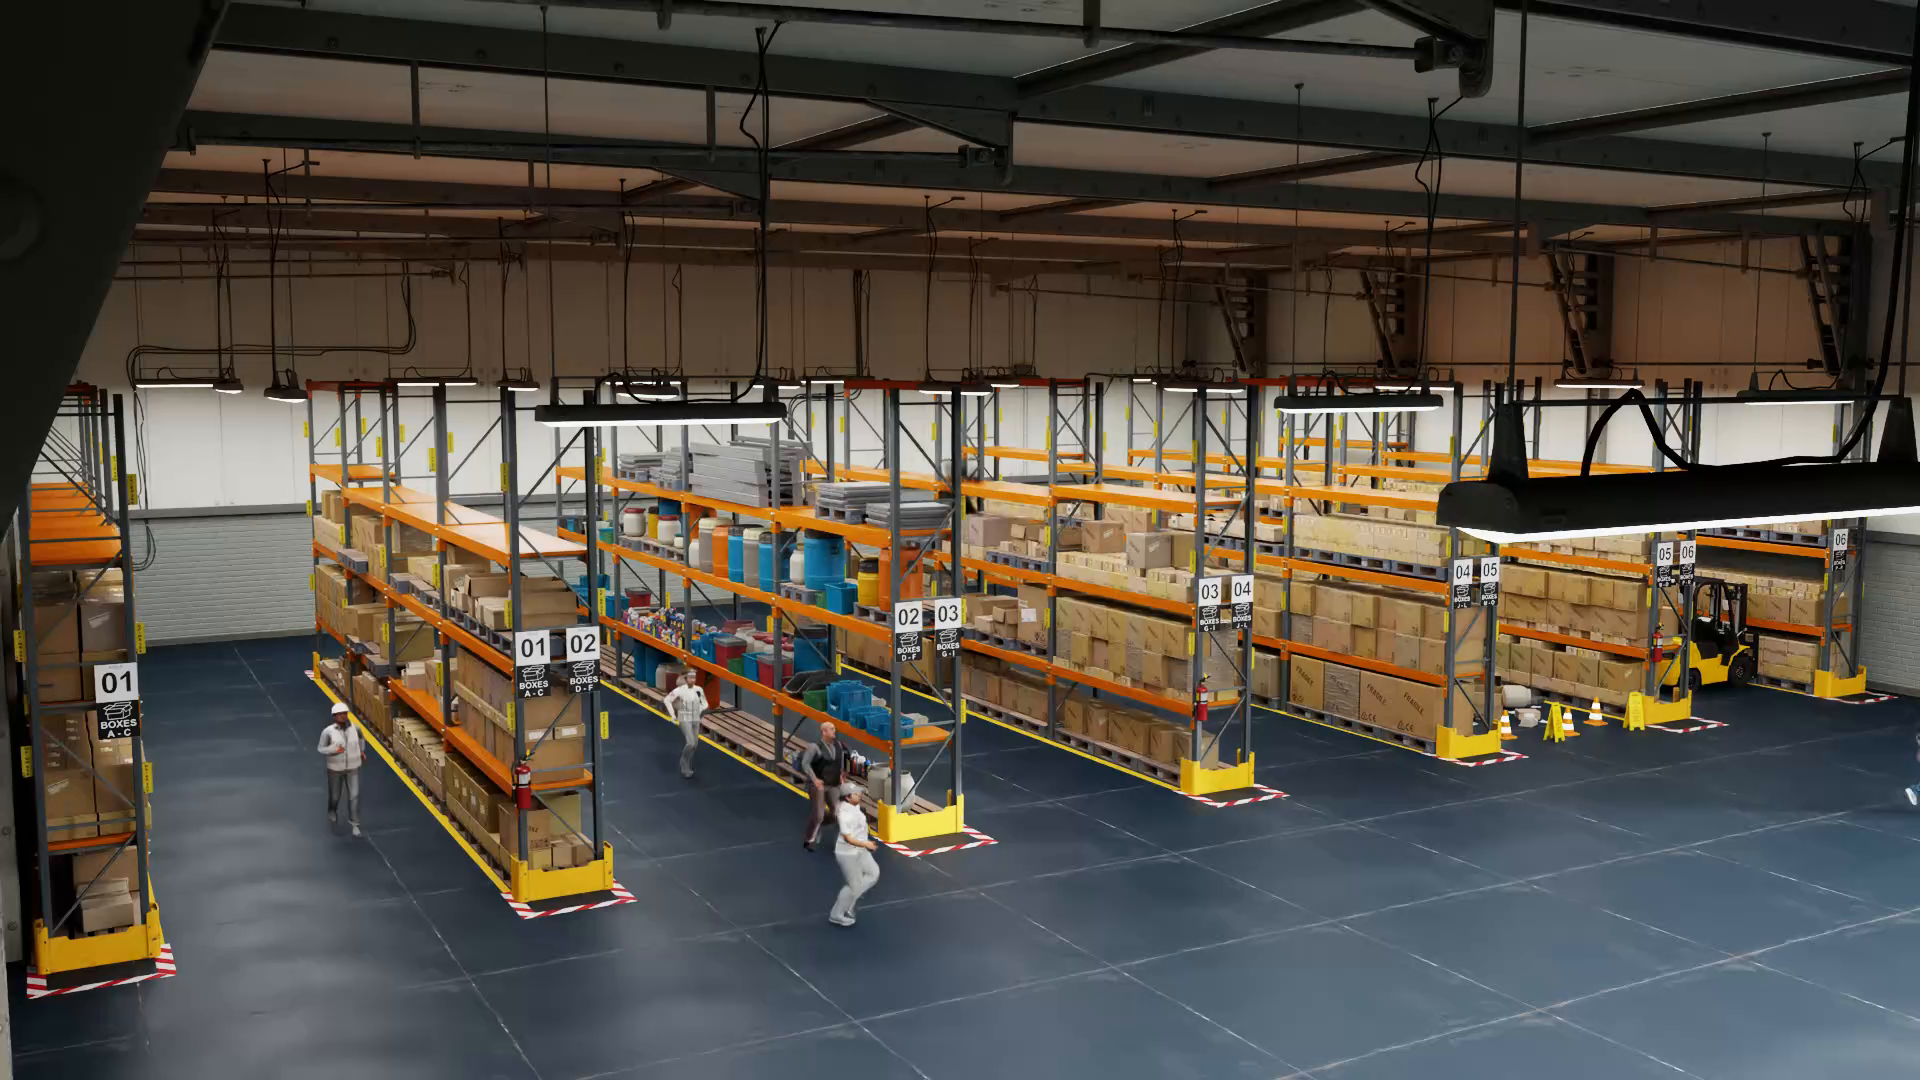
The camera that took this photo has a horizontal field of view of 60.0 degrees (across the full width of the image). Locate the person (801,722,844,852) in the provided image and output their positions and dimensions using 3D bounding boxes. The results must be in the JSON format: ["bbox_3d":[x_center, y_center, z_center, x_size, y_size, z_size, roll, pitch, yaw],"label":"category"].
[{"bbox_3d":[-1.731,3.205,21.710,0.710,1.659,0.513,-5,8,-40],"label":"person"}]

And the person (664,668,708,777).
[{"bbox_3d":[-4.123,2.787,25.429,0.598,1.665,0.611,-5,8,-38],"label":"person"}]

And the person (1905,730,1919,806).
[{"bbox_3d":[13.528,3.099,23.241,0.591,1.562,0.541,1,6,9],"label":"person"}]

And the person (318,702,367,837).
[{"bbox_3d":[-8.296,3.056,22.384,0.661,1.751,0.963,-4,7,-32],"label":"person"}]

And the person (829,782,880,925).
[{"bbox_3d":[-1.200,3.526,18.797,0.570,1.627,0.618,0,6,1],"label":"person"}]
